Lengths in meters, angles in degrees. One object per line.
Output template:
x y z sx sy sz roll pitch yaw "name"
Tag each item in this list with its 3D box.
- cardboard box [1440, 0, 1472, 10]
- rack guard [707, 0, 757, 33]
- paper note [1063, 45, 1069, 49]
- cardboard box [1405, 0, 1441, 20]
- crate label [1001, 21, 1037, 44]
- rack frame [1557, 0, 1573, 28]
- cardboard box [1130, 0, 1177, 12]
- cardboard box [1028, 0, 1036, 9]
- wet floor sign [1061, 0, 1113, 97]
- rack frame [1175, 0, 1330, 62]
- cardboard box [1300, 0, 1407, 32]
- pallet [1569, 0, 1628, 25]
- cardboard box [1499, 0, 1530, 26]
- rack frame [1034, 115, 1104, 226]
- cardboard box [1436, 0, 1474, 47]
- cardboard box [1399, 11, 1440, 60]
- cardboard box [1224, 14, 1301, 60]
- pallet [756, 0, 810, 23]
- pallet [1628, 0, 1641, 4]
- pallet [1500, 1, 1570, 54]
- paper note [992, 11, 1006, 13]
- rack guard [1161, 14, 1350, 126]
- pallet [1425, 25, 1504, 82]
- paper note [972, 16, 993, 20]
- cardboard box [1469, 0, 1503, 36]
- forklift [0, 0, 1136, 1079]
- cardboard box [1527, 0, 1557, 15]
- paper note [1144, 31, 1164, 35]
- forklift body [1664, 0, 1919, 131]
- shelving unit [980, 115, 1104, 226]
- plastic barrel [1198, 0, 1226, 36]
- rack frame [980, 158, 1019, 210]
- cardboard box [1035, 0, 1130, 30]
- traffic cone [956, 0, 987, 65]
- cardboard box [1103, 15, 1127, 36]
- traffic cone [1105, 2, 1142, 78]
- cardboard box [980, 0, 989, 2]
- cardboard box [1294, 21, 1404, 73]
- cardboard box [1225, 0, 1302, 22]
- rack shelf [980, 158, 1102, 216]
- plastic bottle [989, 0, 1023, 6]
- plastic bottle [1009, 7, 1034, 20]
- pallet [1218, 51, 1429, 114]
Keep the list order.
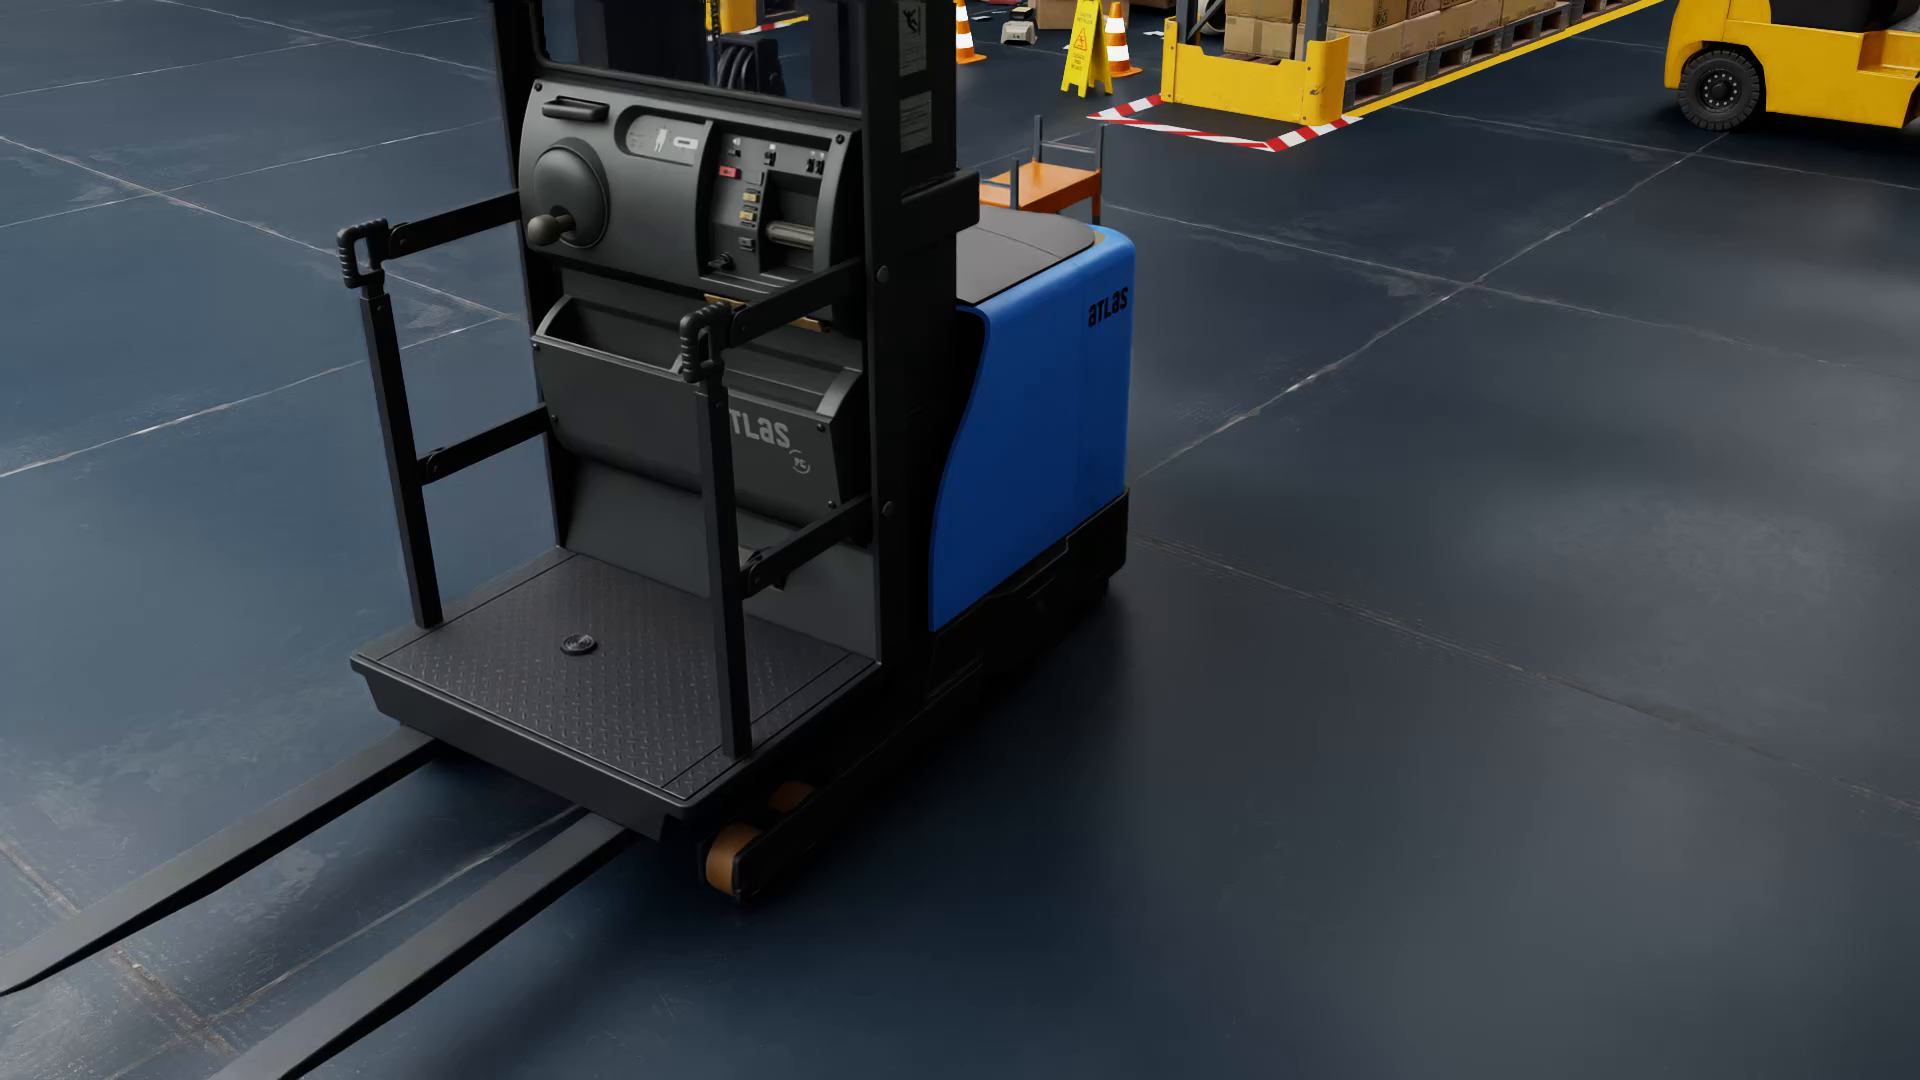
3.179 -3.916 11.274 0.500 0.500 0.500 22 34 35 "cardboard box"
-2.116 -4.334 13.083 1.175 0.500 0.348 21 34 34 "rack guard"
0.848 -3.640 12.253 0.148 0.019 0.142 9 29 17 "paper note"
2.853 -3.740 10.935 0.500 0.500 0.500 19 33 33 "cardboard box"
0.441 -3.800 12.447 0.250 0.136 0.298 4 28 8 "crate label"
4.327 -5.460 12.539 1.000 3.000 0.127 21 34 34 "rack frame"
1.535 -4.690 13.620 0.797 0.637 0.503 21 34 34 "cardboard box"
0.771 -4.509 13.676 0.258 0.266 0.396 -21 34 -35 "cardboard box"
0.836 -3.241 10.813 0.232 0.644 0.267 -15 31 -27 "wet floor sign"
1.783 -4.042 9.798 1.000 3.000 0.127 21 34 34 "rack frame"
2.524 -3.554 10.574 0.500 0.500 0.500 19 33 33 "cardboard box"
4.821 -4.498 13.715 1.003 0.211 1.213 21 34 34 "pallet"
3.828 -3.945 12.147 0.500 0.250 0.500 20 33 33 "cardboard box"
0.338 -0.768 5.428 0.240 1.200 0.015 17 32 30 "rack frame"
3.177 -3.588 11.457 0.500 0.250 0.500 24 35 38 "cardboard box"
2.840 -3.391 11.075 0.500 0.250 0.500 22 35 36 "cardboard box"
2.105 -3.381 11.056 0.500 0.250 0.500 21 34 34 "cardboard box"
-1.653 -4.520 13.758 1.003 0.211 1.213 21 34 34 "pallet"
5.597 -4.932 14.554 1.003 0.211 1.213 21 34 34 "pallet"
3.927 -3.973 12.700 1.003 0.211 1.213 21 34 34 "pallet"
0.320 -4.304 13.559 0.123 0.001 0.032 -10 29 -18 "paper note"
1.831 -2.958 10.424 1.175 0.500 0.348 21 34 34 "rack guard"
3.152 -3.538 11.860 1.003 0.211 1.213 21 34 34 "pallet"
0.180 -4.178 13.295 0.142 0.017 0.144 -15 31 -27 "paper note"
3.501 -3.766 11.801 0.500 0.250 0.500 21 34 35 "cardboard box"
-0.742 -0.753 3.516 1.130 2.935 3.031 17 32 30 "forklift"
4.159 -4.137 12.518 0.500 0.250 0.500 23 35 37 "cardboard box"
1.504 -3.892 12.753 0.142 0.019 0.148 -15 31 -27 "paper note"
5.414 -3.421 9.522 2.313 2.155 1.214 21 34 34 "forklift body"
0.202 -0.675 5.248 0.258 1.200 0.503 17 32 30 "shelving unit"
1.929 -4.072 12.661 0.421 0.421 0.512 -5 28 -9 "plastic barrel"
0.066 -0.582 5.069 0.240 1.200 0.015 17 32 30 "rack frame"
0.947 -4.295 13.006 0.797 0.503 0.637 0 27 0 "cardboard box"
-0.012 -3.648 11.798 0.336 0.463 0.334 21 34 34 "traffic cone"
1.058 -3.830 12.492 0.250 0.149 0.380 -10 29 -18 "cardboard box"
1.061 -3.444 11.404 0.336 0.463 0.334 21 34 34 "traffic cone"
0.248 -4.911 14.197 0.500 0.500 0.500 -21 34 -35 "cardboard box"
2.509 -3.212 10.730 0.500 0.250 0.500 20 34 34 "cardboard box"
2.091 -3.700 10.857 0.500 0.500 0.500 21 34 35 "cardboard box"
0.202 -1.024 5.068 0.258 0.148 0.480 17 32 30 "rack shelf"
0.396 -4.511 13.904 0.283 0.061 0.133 9 29 17 "plastic bottle"
0.502 -4.254 13.406 0.133 0.061 0.283 9 29 17 "plastic bottle"
2.375 -3.108 11.028 1.003 0.211 1.213 21 34 34 "pallet"
